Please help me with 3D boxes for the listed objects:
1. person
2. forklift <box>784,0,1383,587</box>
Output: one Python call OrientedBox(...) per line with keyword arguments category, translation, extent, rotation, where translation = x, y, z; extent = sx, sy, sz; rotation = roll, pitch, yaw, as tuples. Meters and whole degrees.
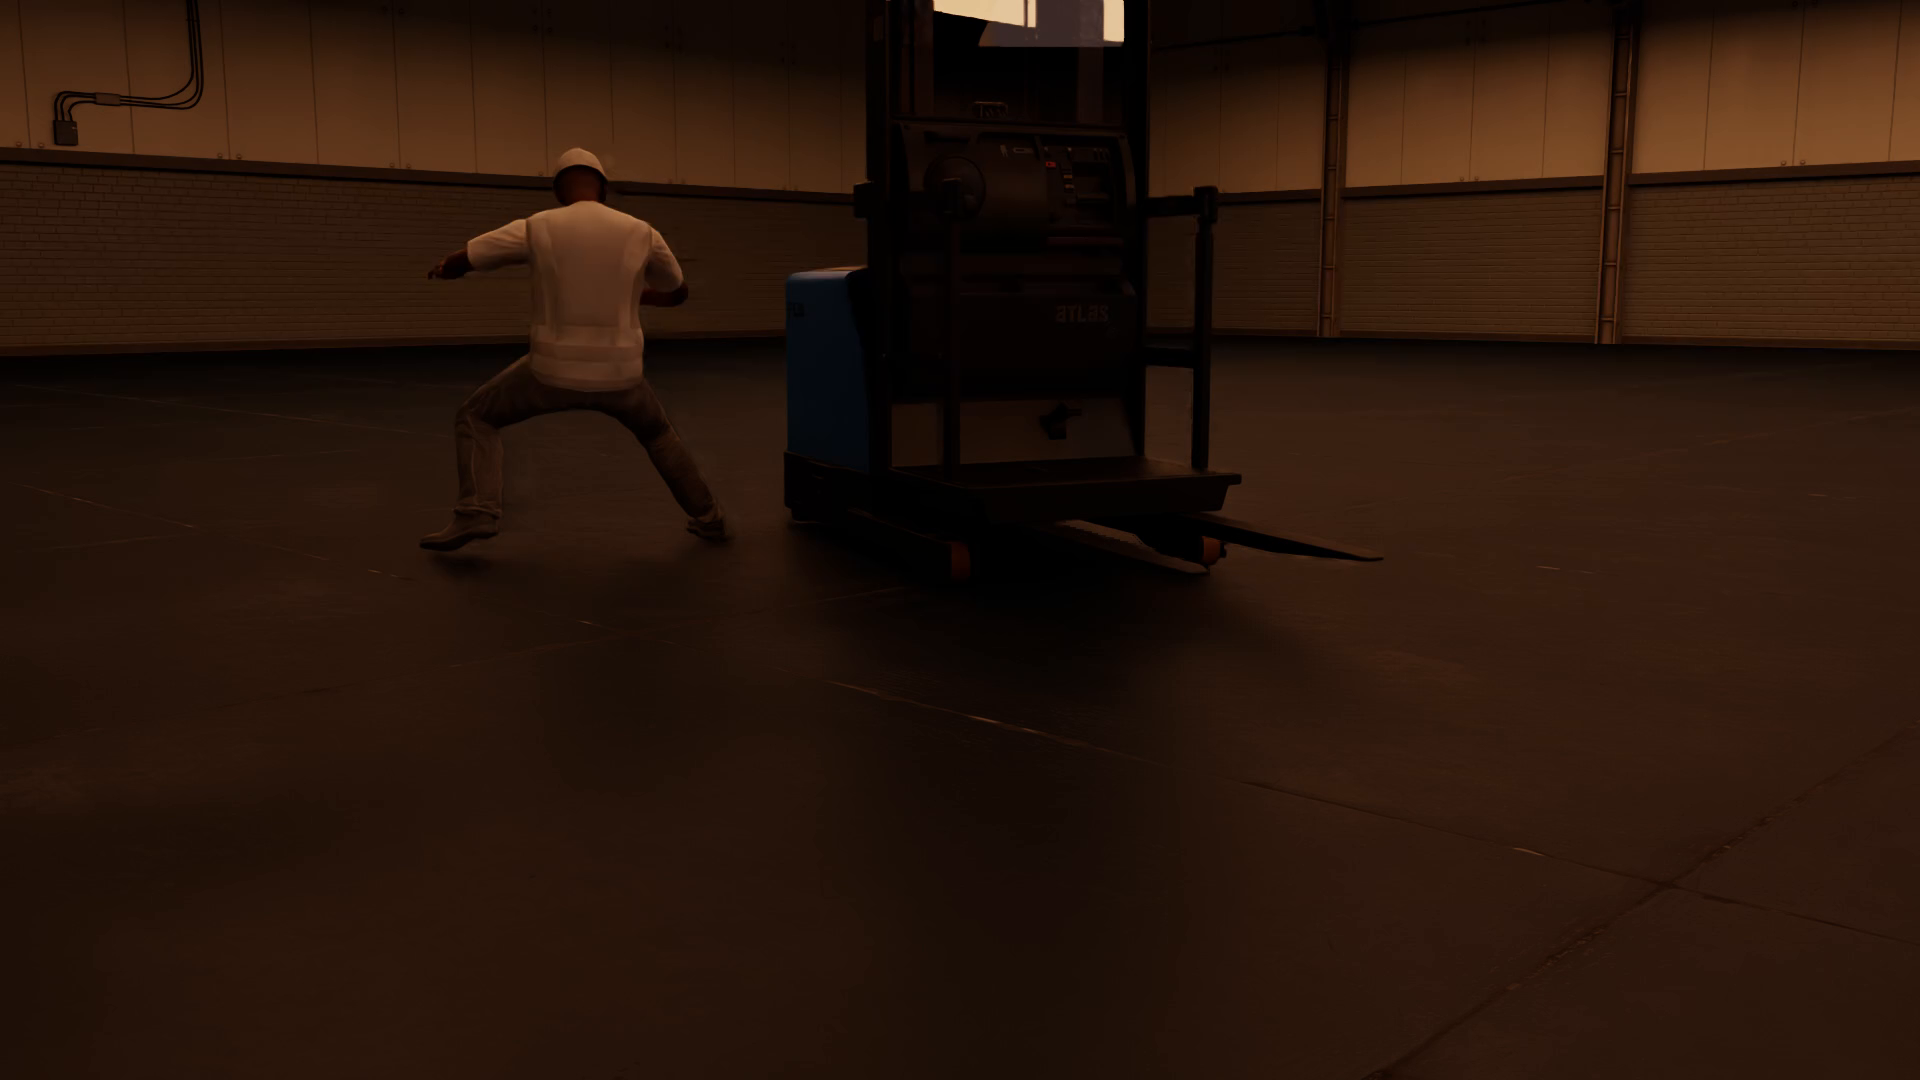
OrientedBox(category="person", translation=(-1.500, -0.729, 6.433), extent=(1.196, 1.533, 0.698), rotation=(-3, 9, -19))
OrientedBox(category="forklift", translation=(0.311, -1.361, 5.912), extent=(1.130, 2.935, 3.031), rotation=(-4, 9, -24))
